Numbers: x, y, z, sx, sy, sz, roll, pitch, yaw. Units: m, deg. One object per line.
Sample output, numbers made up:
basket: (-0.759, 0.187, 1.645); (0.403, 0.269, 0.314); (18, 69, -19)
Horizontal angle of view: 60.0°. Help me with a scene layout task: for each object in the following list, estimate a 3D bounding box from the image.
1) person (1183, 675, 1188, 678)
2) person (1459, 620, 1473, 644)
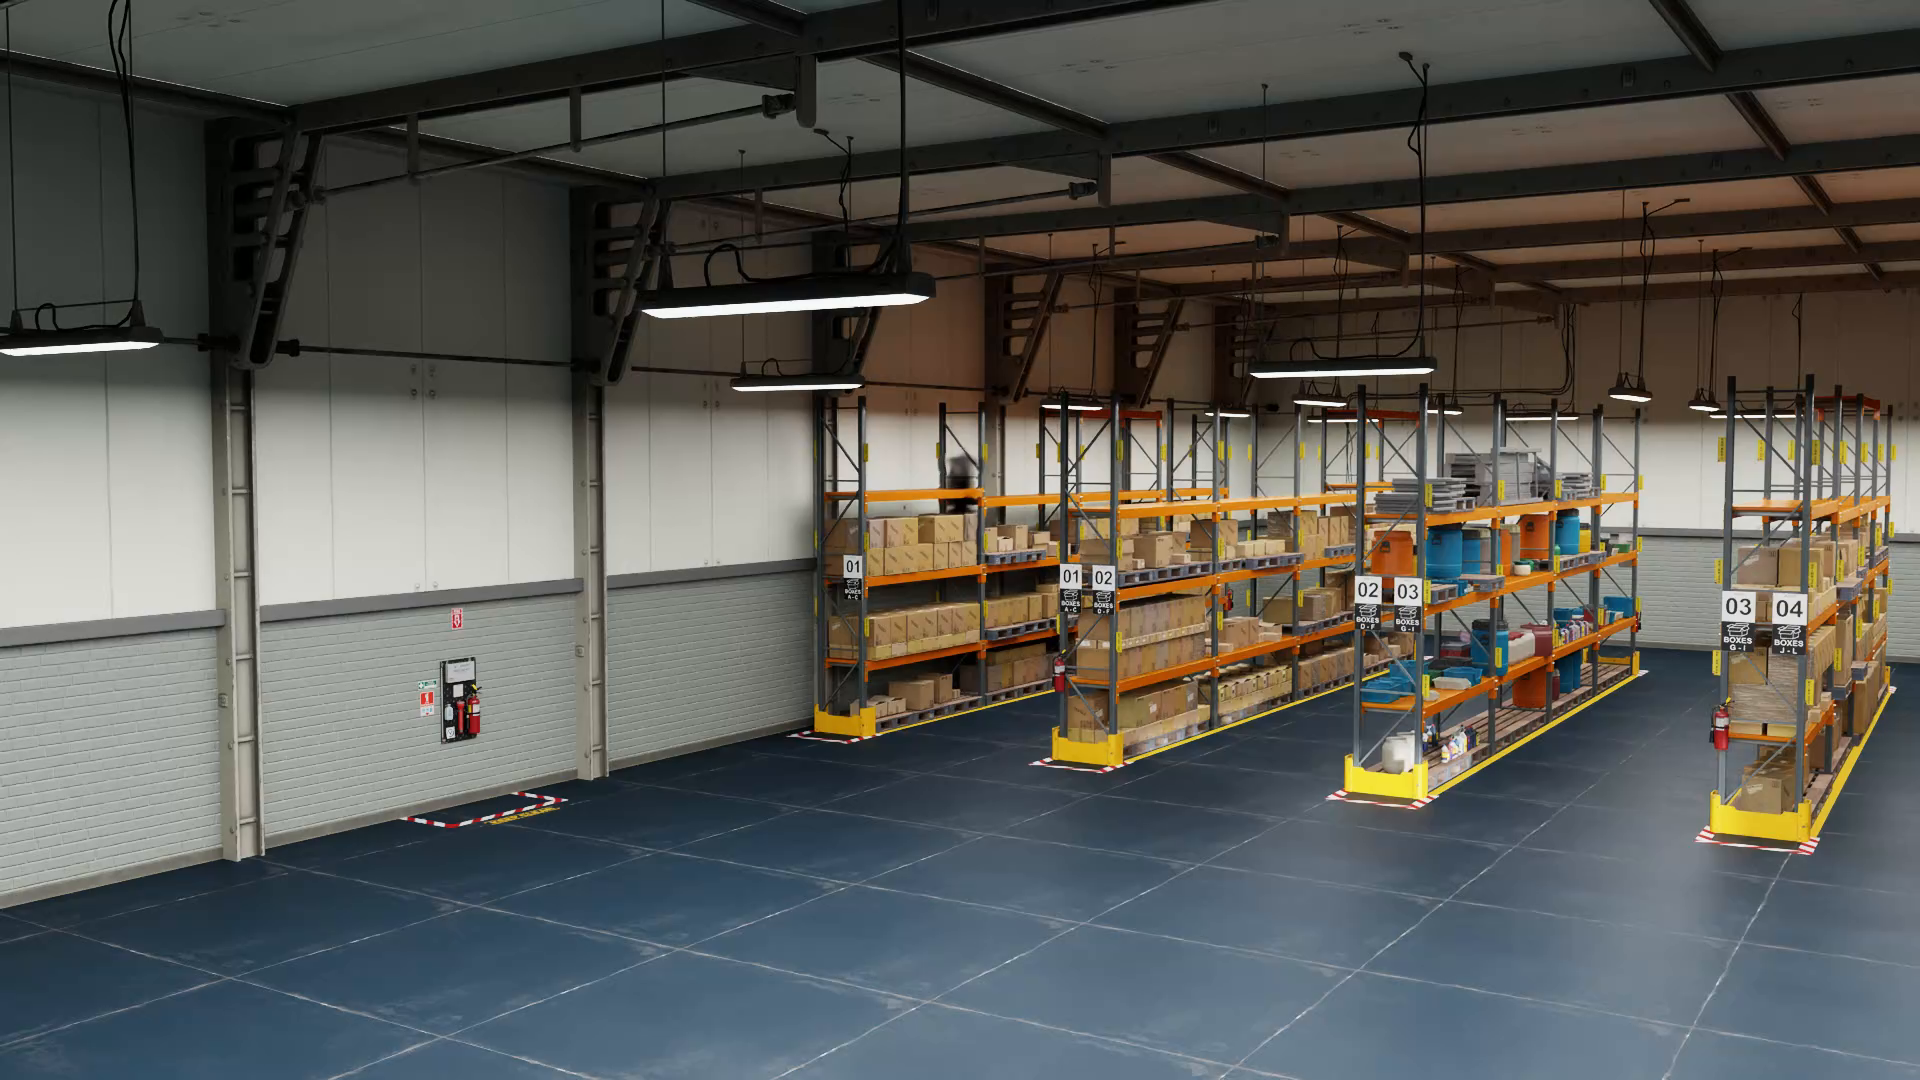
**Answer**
person: (5.020, 2.314, 37.286); (0.658, 1.536, 1.171); (0, 3, 6)
person: (10.330, 2.430, 33.748); (0.506, 1.608, 0.670); (2, 4, 34)
